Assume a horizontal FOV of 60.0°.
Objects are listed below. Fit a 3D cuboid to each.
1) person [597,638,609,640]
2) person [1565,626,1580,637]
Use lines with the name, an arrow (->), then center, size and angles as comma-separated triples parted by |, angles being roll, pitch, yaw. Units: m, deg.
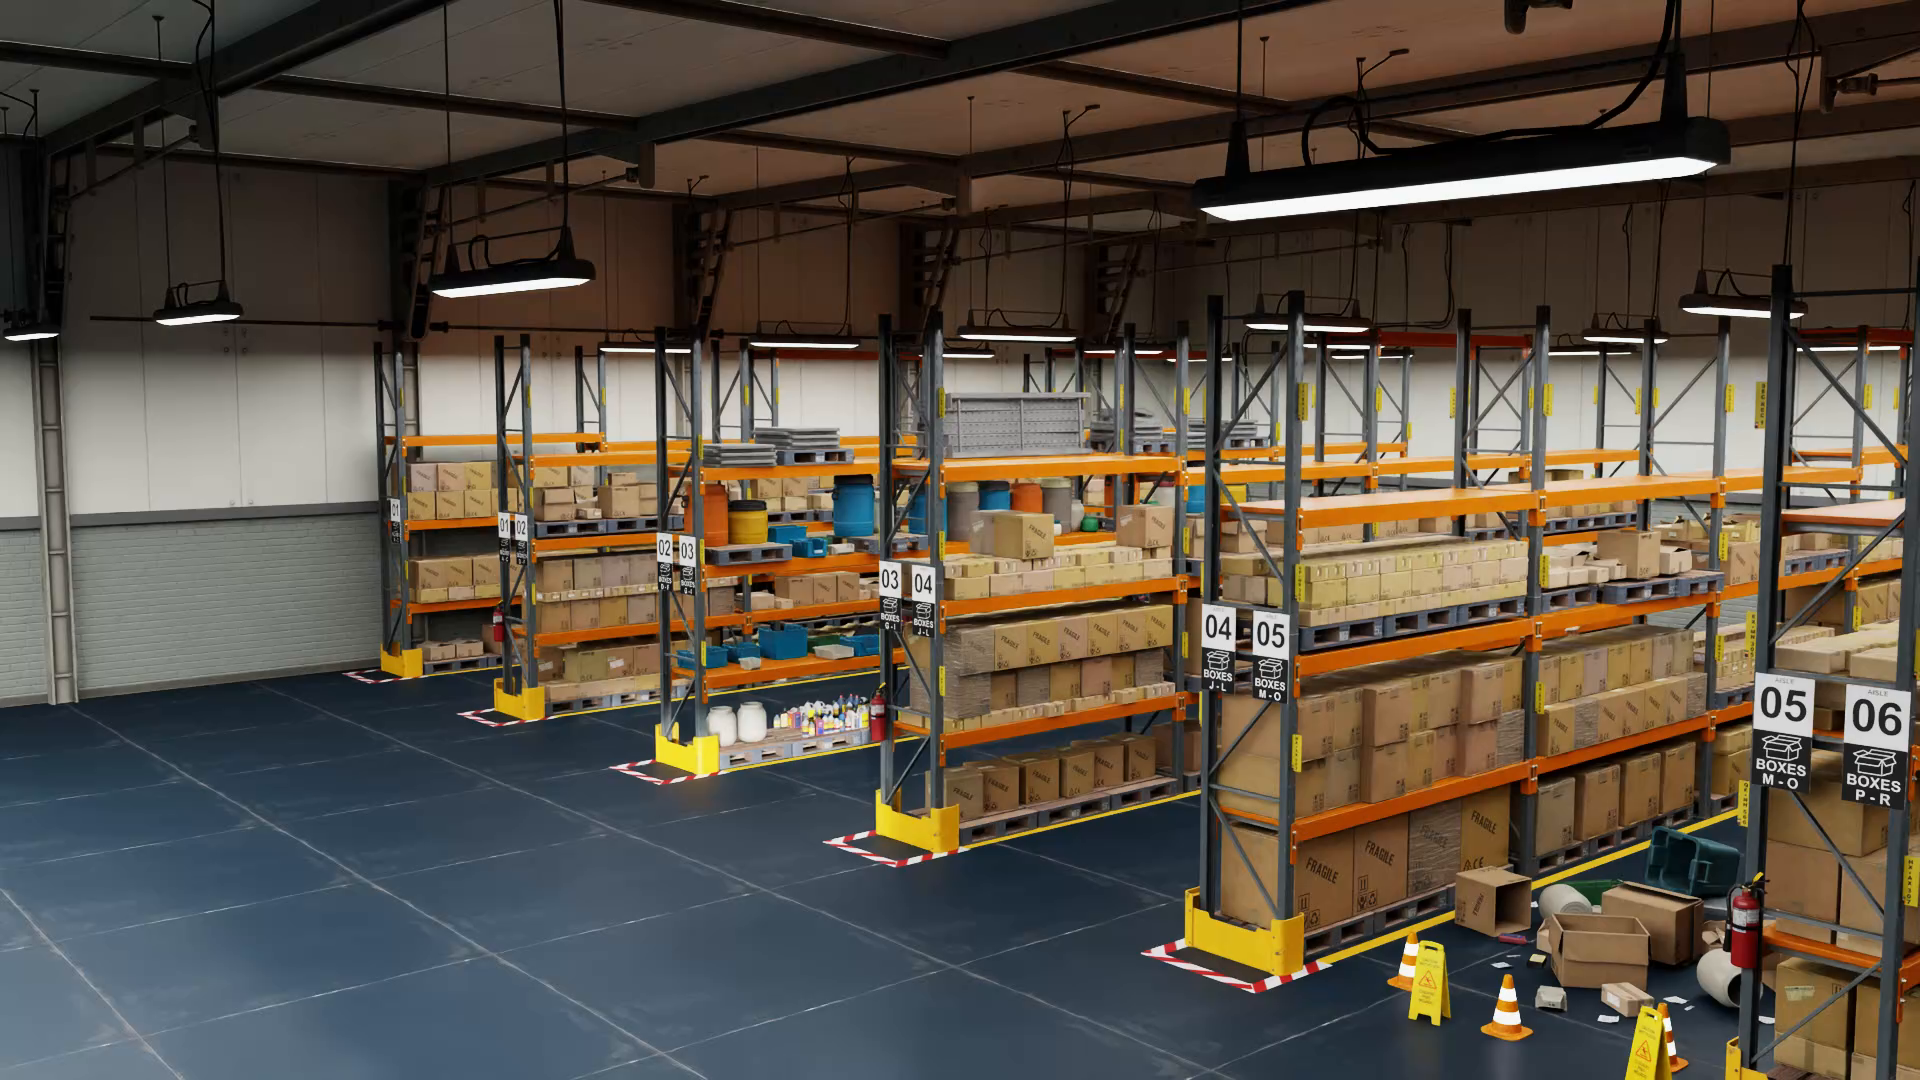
person -> -6.680, 1.529, 30.999 | 0.469, 1.668, 0.745 | 4, 7, 39
person -> 8.945, 2.062, 24.396 | 0.507, 1.788, 0.578 | -3, 6, -32
